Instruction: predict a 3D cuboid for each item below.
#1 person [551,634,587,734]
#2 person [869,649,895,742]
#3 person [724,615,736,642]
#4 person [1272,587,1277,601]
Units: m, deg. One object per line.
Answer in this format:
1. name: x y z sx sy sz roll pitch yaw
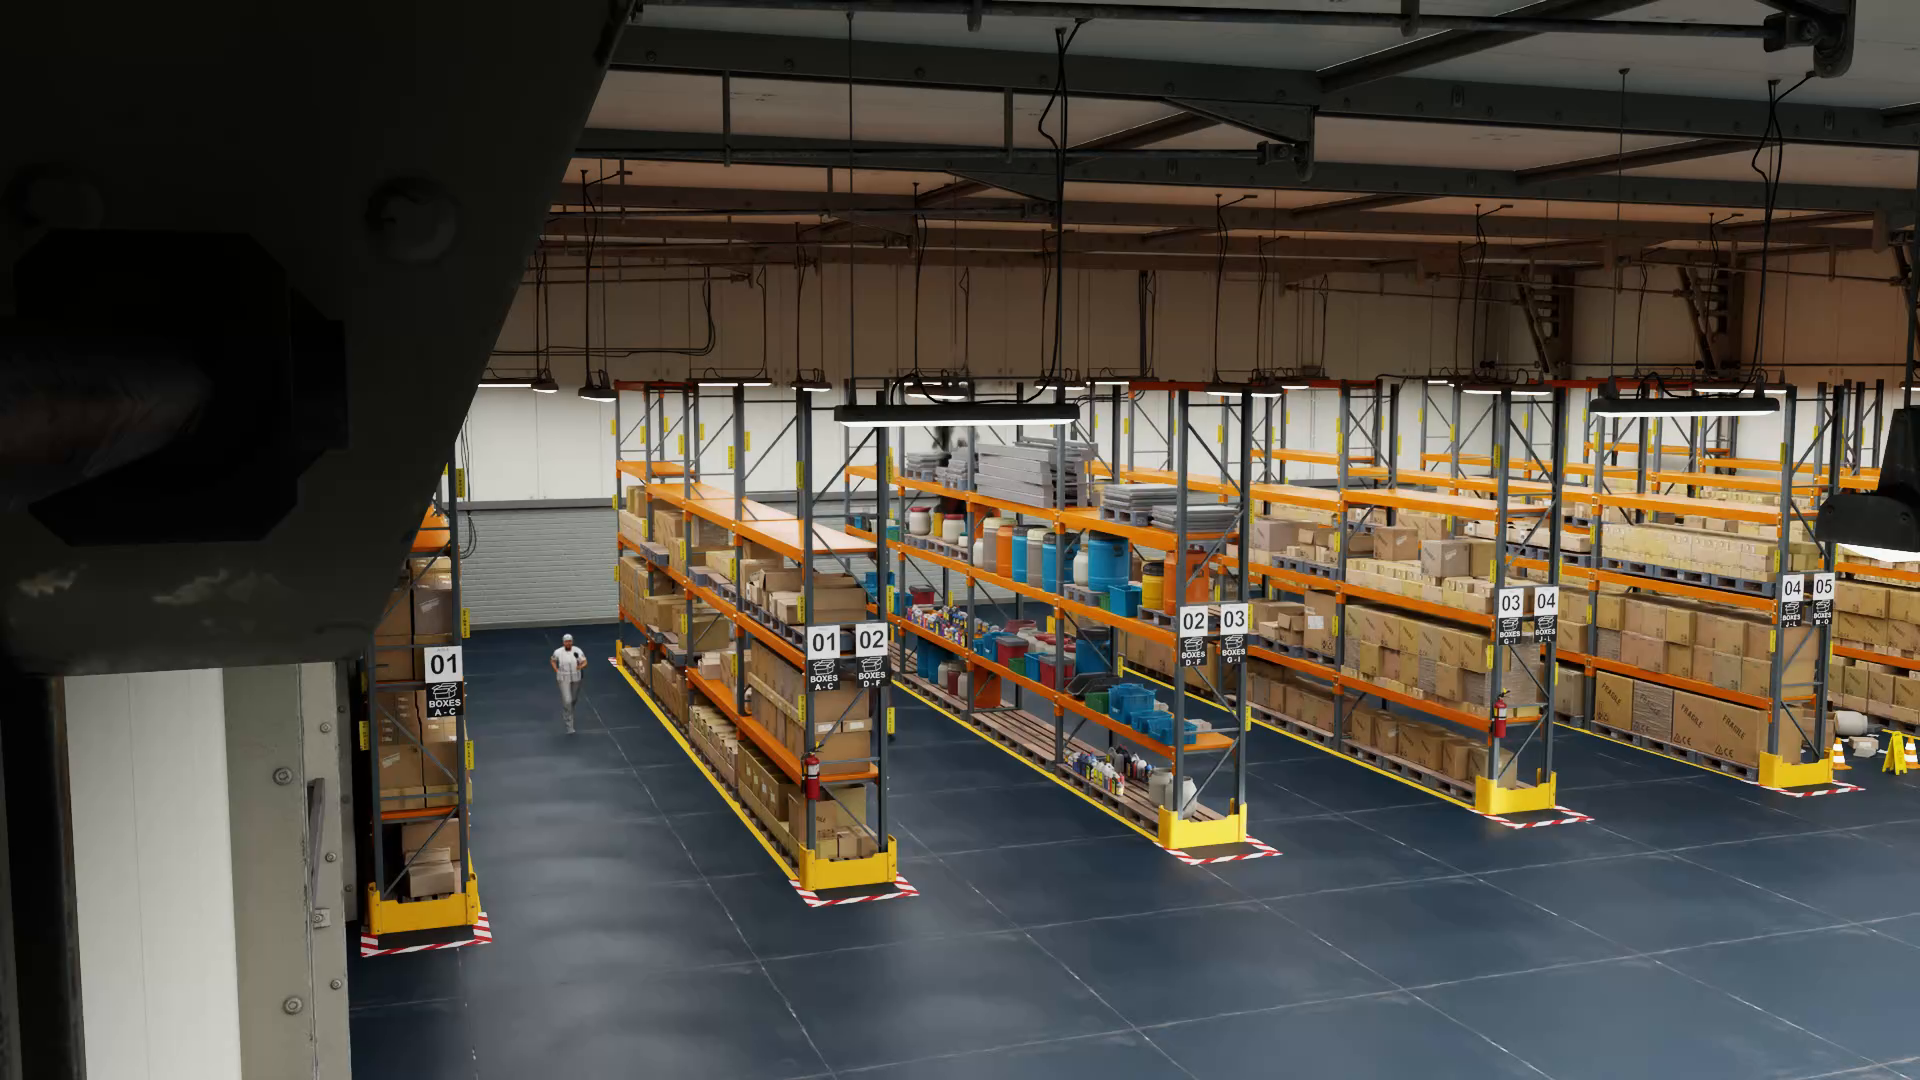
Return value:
1. person: -6.762 2.461 28.857 0.589 1.696 0.852 -3 7 -26
2. person: -1.399 2.491 28.181 0.610 1.754 0.889 -3 7 -22
3. person: -5.021 1.730 35.885 0.525 1.644 0.726 4 7 33
4. person: 7.853 1.112 41.401 0.864 1.741 0.706 3 7 26
